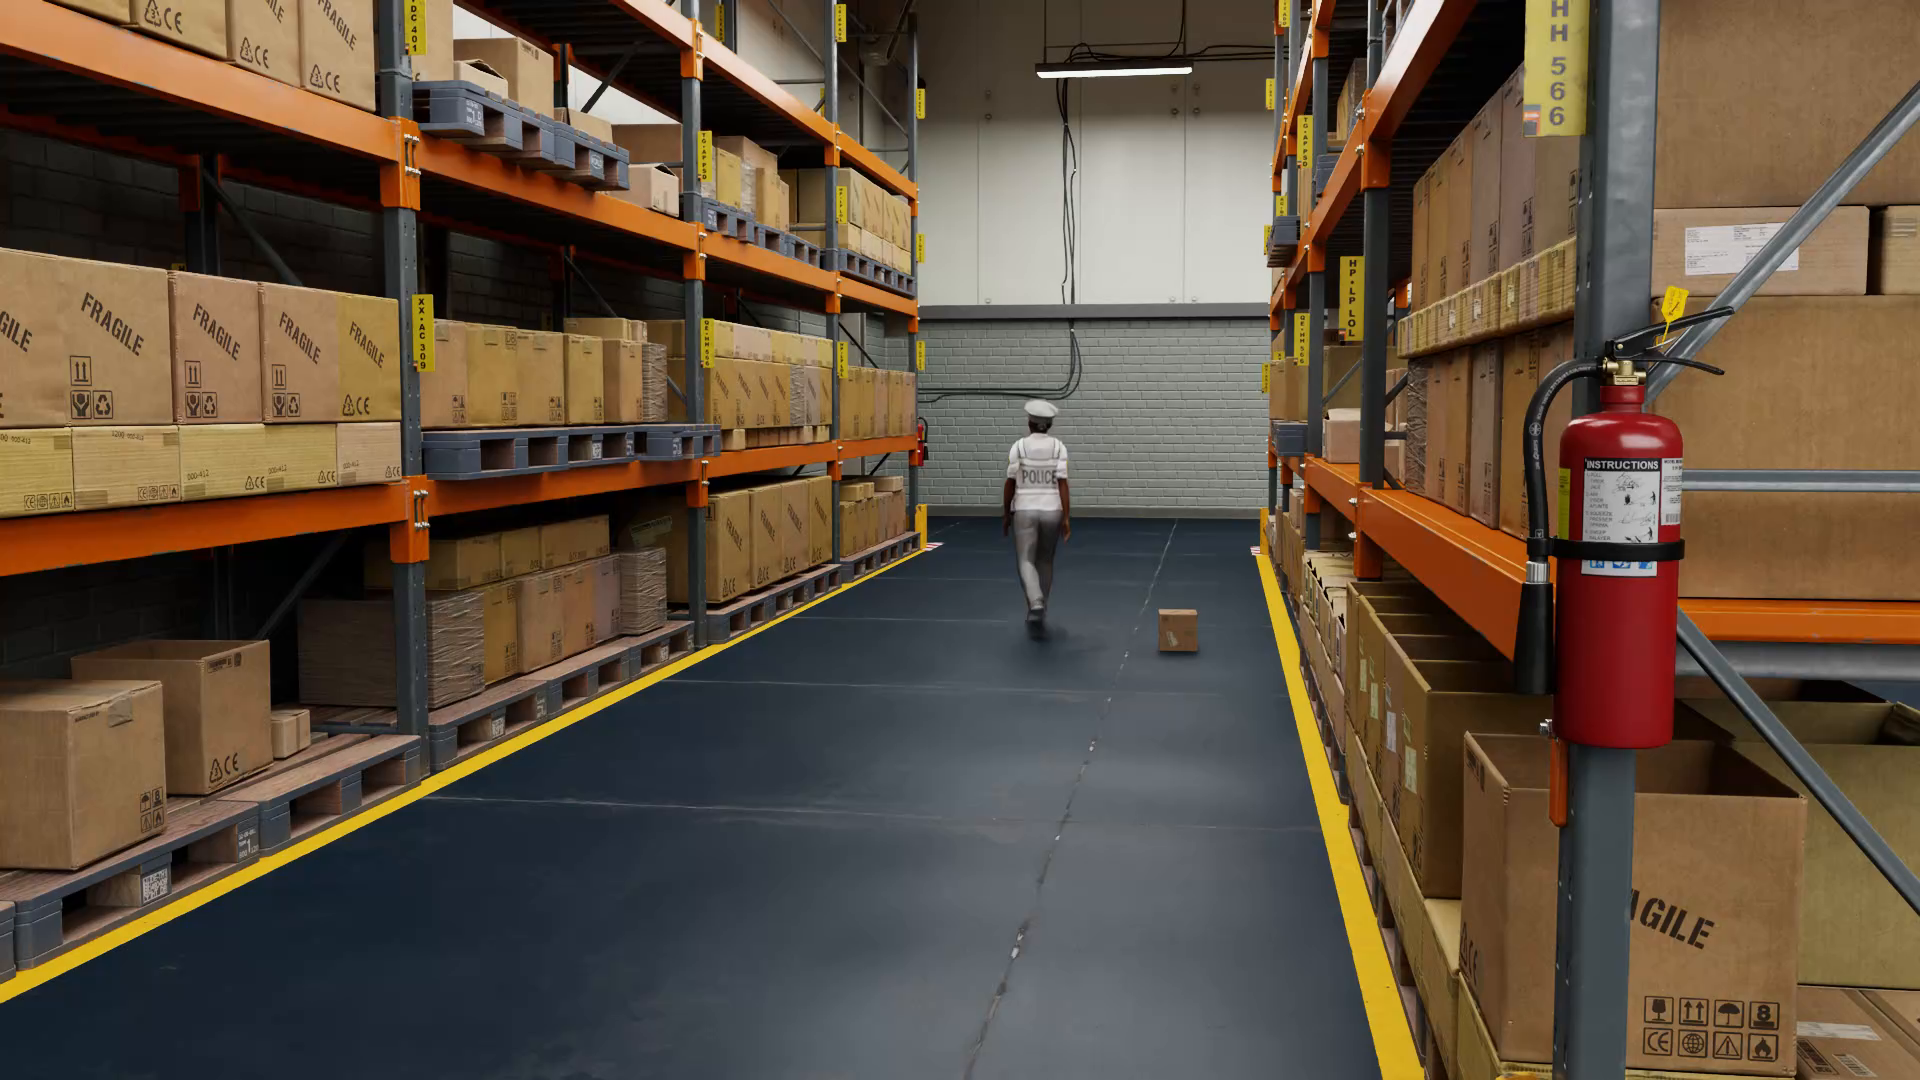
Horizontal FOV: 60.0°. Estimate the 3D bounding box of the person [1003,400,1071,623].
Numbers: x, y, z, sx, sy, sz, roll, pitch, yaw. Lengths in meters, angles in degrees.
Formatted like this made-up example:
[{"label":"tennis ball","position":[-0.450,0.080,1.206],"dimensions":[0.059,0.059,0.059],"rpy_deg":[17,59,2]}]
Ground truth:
[{"label":"person","position":[0.558,-0.188,12.074],"dimensions":[0.463,1.645,0.937],"rpy_deg":[0,5,-6]}]
